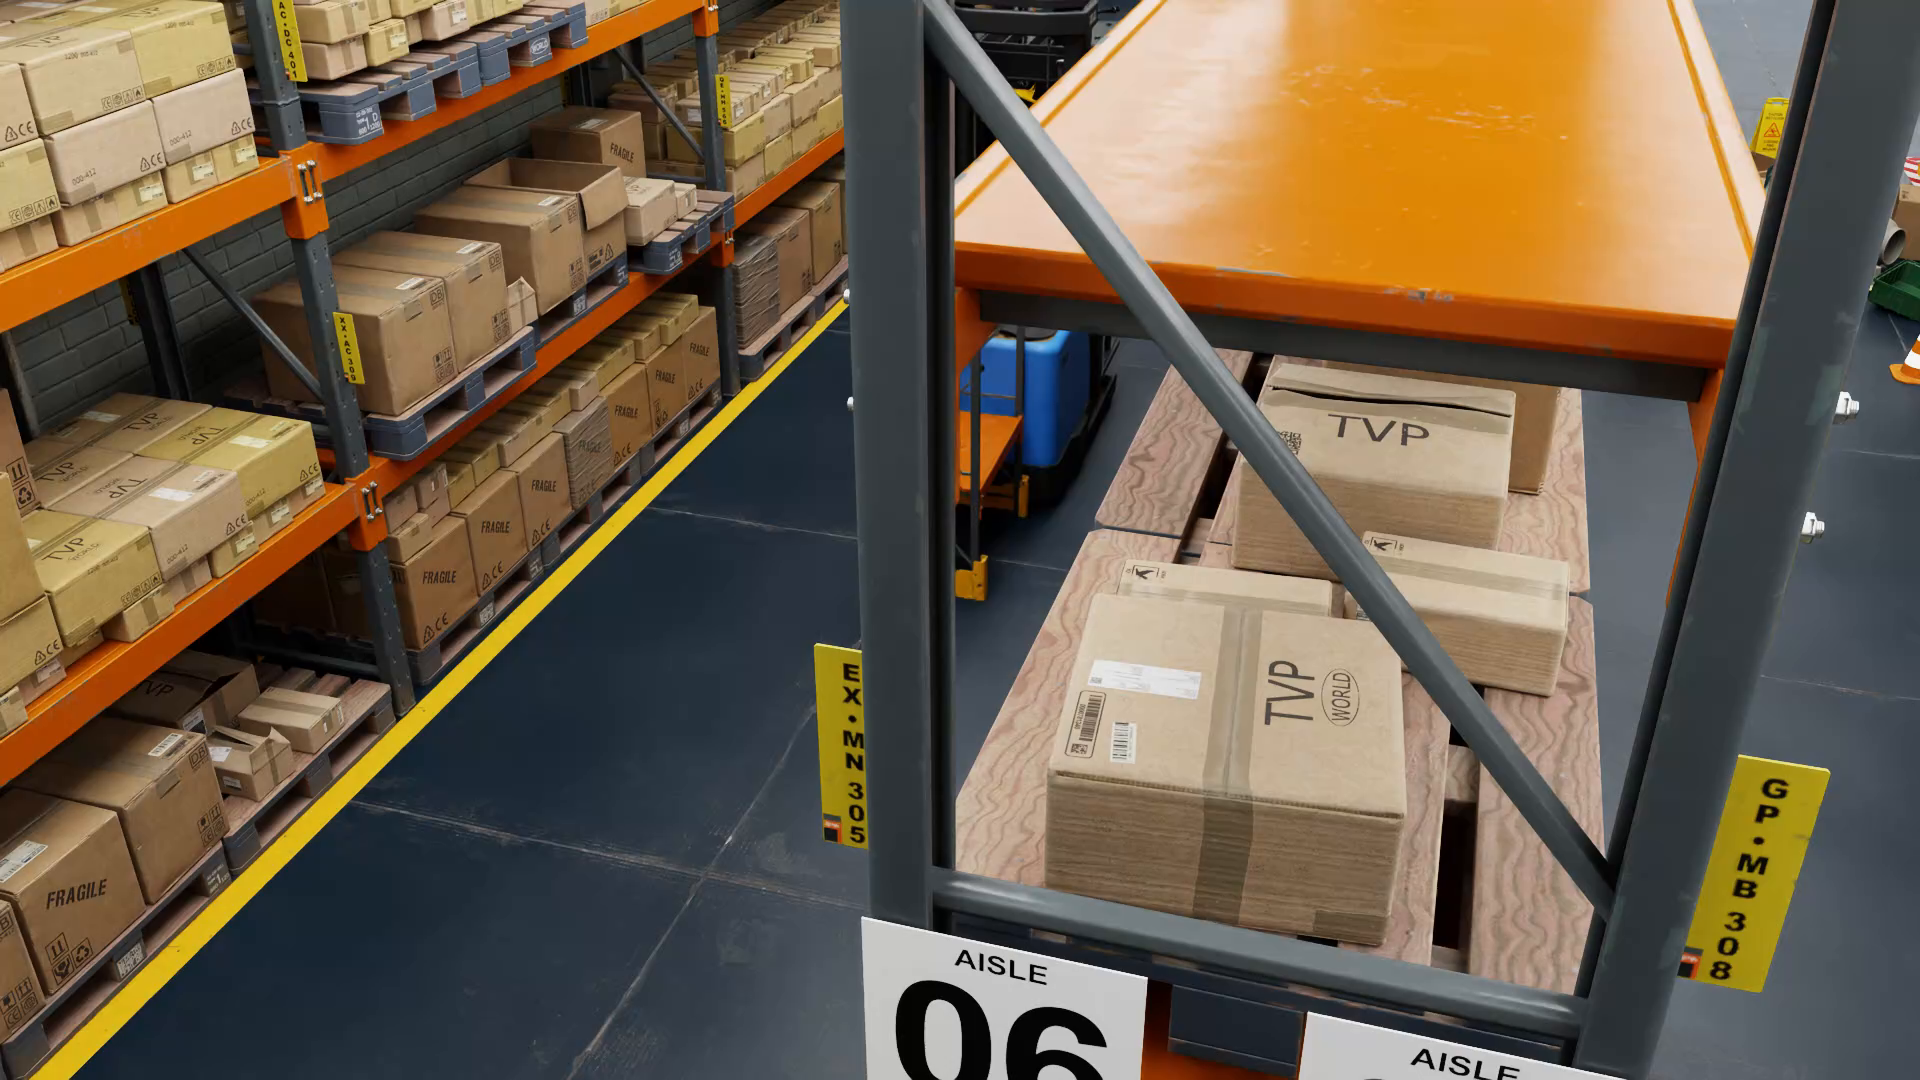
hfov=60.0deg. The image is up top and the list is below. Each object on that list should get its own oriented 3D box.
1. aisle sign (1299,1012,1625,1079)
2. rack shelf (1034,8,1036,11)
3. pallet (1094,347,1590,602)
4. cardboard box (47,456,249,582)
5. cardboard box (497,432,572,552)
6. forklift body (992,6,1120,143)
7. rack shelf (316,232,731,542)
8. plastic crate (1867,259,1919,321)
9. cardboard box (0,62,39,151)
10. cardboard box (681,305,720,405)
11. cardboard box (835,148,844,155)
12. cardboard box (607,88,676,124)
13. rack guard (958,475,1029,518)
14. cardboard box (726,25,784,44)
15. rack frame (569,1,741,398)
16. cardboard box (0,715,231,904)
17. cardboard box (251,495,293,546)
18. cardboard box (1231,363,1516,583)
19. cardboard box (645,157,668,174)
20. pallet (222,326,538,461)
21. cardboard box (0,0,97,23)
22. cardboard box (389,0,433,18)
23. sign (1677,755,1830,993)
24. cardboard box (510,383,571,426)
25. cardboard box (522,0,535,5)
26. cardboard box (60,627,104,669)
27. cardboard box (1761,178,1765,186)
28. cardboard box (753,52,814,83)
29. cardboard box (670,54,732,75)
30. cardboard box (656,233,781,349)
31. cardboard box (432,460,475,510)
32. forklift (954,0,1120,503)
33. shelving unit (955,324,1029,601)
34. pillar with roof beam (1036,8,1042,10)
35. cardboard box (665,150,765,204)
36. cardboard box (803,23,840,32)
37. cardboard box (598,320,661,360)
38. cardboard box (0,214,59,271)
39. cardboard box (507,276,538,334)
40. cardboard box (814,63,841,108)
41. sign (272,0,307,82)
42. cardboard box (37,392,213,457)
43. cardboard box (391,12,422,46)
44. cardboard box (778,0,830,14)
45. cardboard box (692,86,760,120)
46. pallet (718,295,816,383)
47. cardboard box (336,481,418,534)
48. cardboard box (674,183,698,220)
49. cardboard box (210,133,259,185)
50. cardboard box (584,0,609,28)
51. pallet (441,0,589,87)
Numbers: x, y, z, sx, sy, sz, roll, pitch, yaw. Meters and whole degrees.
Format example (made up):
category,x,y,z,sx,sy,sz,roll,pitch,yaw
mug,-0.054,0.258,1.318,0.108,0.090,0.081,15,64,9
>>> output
category,x,y,z,sx,sy,sz,roll,pitch,yaw
aisle sign,0.628,0.971,2.245,0.394,0.787,0.004,8,30,15
rack shelf,-0.264,-4.866,16.152,1.077,0.370,4.000,8,30,15
pallet,0.936,-0.155,3.949,1.003,0.211,1.213,8,30,15
cardboard box,-3.249,-0.092,6.677,0.500,0.250,0.500,9,30,15
cardboard box,-2.545,-0.298,9.339,0.500,0.500,0.500,8,30,13
forklift body,1.510,-4.598,15.803,2.313,2.155,1.214,8,30,15
rack shelf,-2.613,-1.149,9.469,1.077,0.370,4.000,8,30,15
plastic crate,7.455,-1.949,13.002,0.662,0.188,0.450,-24,47,-37
cardboard box,-3.415,-1.387,5.406,0.500,0.250,0.500,9,30,16
cardboard box,-1.944,-1.256,11.062,0.500,0.500,0.500,9,30,16
cardboard box,-0.994,-3.153,14.343,0.875,0.625,0.625,10,31,17
cardboard box,-2.124,-2.900,11.107,0.380,0.149,0.250,9,30,16
rack guard,0.120,-0.293,10.019,0.587,0.250,0.087,7,30,13
cardboard box,-1.584,-3.861,12.835,0.380,0.149,0.250,8,30,14
rack frame,-2.026,-2.392,10.965,1.000,3.000,0.127,8,30,15
cardboard box,-3.511,1.089,6.846,0.700,0.500,0.500,7,30,13
cardboard box,-3.108,-0.115,7.130,0.380,0.149,0.250,9,30,16
cardboard box,0.860,-0.156,3.416,0.500,0.311,0.500,9,30,16
cardboard box,-2.138,-2.572,11.443,0.500,0.250,0.500,8,30,14
pallet,-2.861,-0.805,8.310,1.003,0.211,1.213,8,30,15
cardboard box,-3.617,-1.938,6.396,0.500,0.250,0.500,8,30,14
cardboard box,-2.568,-2.414,7.336,0.380,0.149,0.250,8,30,14
sign,0.901,0.386,1.904,0.100,0.325,0.005,8,30,15
cardboard box,-2.465,-0.782,9.543,0.380,0.149,0.250,9,30,15
cardboard box,-2.305,-2.762,8.267,0.380,0.149,0.250,9,30,16
cardboard box,-3.494,0.353,6.287,0.380,0.149,0.250,9,30,16
cardboard box,6.707,-2.759,14.052,0.797,0.637,0.503,8,30,15
cardboard box,-1.282,-3.427,12.055,0.380,0.149,0.250,9,30,16
cardboard box,-1.863,-3.383,11.976,0.380,0.149,0.250,8,30,15
cardboard box,-1.829,-1.826,11.958,0.875,0.625,0.625,9,30,16
cardboard box,-2.768,-0.298,8.671,0.380,0.149,0.250,7,30,12
forklift,0.460,-2.208,10.704,1.130,2.935,3.031,7,30,13
shelving unit,-0.010,-0.605,9.295,0.587,1.500,1.083,7,30,13
pillar with roof beam,5.133,-10.711,19.747,9.100,9.000,0.400,8,30,15
cardboard box,-1.662,-2.498,11.310,0.500,0.250,0.500,9,30,15
cardboard box,-1.007,-3.905,12.915,0.380,0.149,0.250,8,30,14
cardboard box,-2.098,-1.254,10.391,0.380,0.149,0.250,7,30,13
cardboard box,-3.368,-1.055,5.734,0.380,0.149,0.250,10,30,17
cardboard box,-2.425,-1.249,8.616,0.396,0.266,0.258,10,31,17
cardboard box,-1.217,-3.431,12.472,0.500,0.250,0.500,9,30,16
sign,-2.679,-1.996,6.636,0.100,0.325,0.005,8,30,15
cardboard box,-3.603,-0.406,7.243,0.500,0.250,0.500,8,30,14
cardboard box,-2.642,-2.291,7.421,0.380,0.149,0.250,9,30,15
cardboard box,-1.289,-4.329,13.676,0.380,0.149,0.250,7,30,13
cardboard box,-1.573,-2.950,11.197,0.380,0.149,0.250,9,30,16
pallet,-1.747,-1.551,12.321,1.003,0.211,1.213,8,30,15
cardboard box,-2.898,-0.176,8.146,0.380,0.149,0.250,8,30,14
cardboard box,-1.852,-2.106,10.277,0.380,0.149,0.250,9,30,16
cardboard box,-3.023,-1.525,6.579,0.380,0.149,0.250,8,30,15
cardboard box,-2.238,-2.898,8.943,0.500,0.250,0.500,9,30,15
pallet,-2.640,-2.538,8.334,1.213,0.211,1.003,8,30,15
